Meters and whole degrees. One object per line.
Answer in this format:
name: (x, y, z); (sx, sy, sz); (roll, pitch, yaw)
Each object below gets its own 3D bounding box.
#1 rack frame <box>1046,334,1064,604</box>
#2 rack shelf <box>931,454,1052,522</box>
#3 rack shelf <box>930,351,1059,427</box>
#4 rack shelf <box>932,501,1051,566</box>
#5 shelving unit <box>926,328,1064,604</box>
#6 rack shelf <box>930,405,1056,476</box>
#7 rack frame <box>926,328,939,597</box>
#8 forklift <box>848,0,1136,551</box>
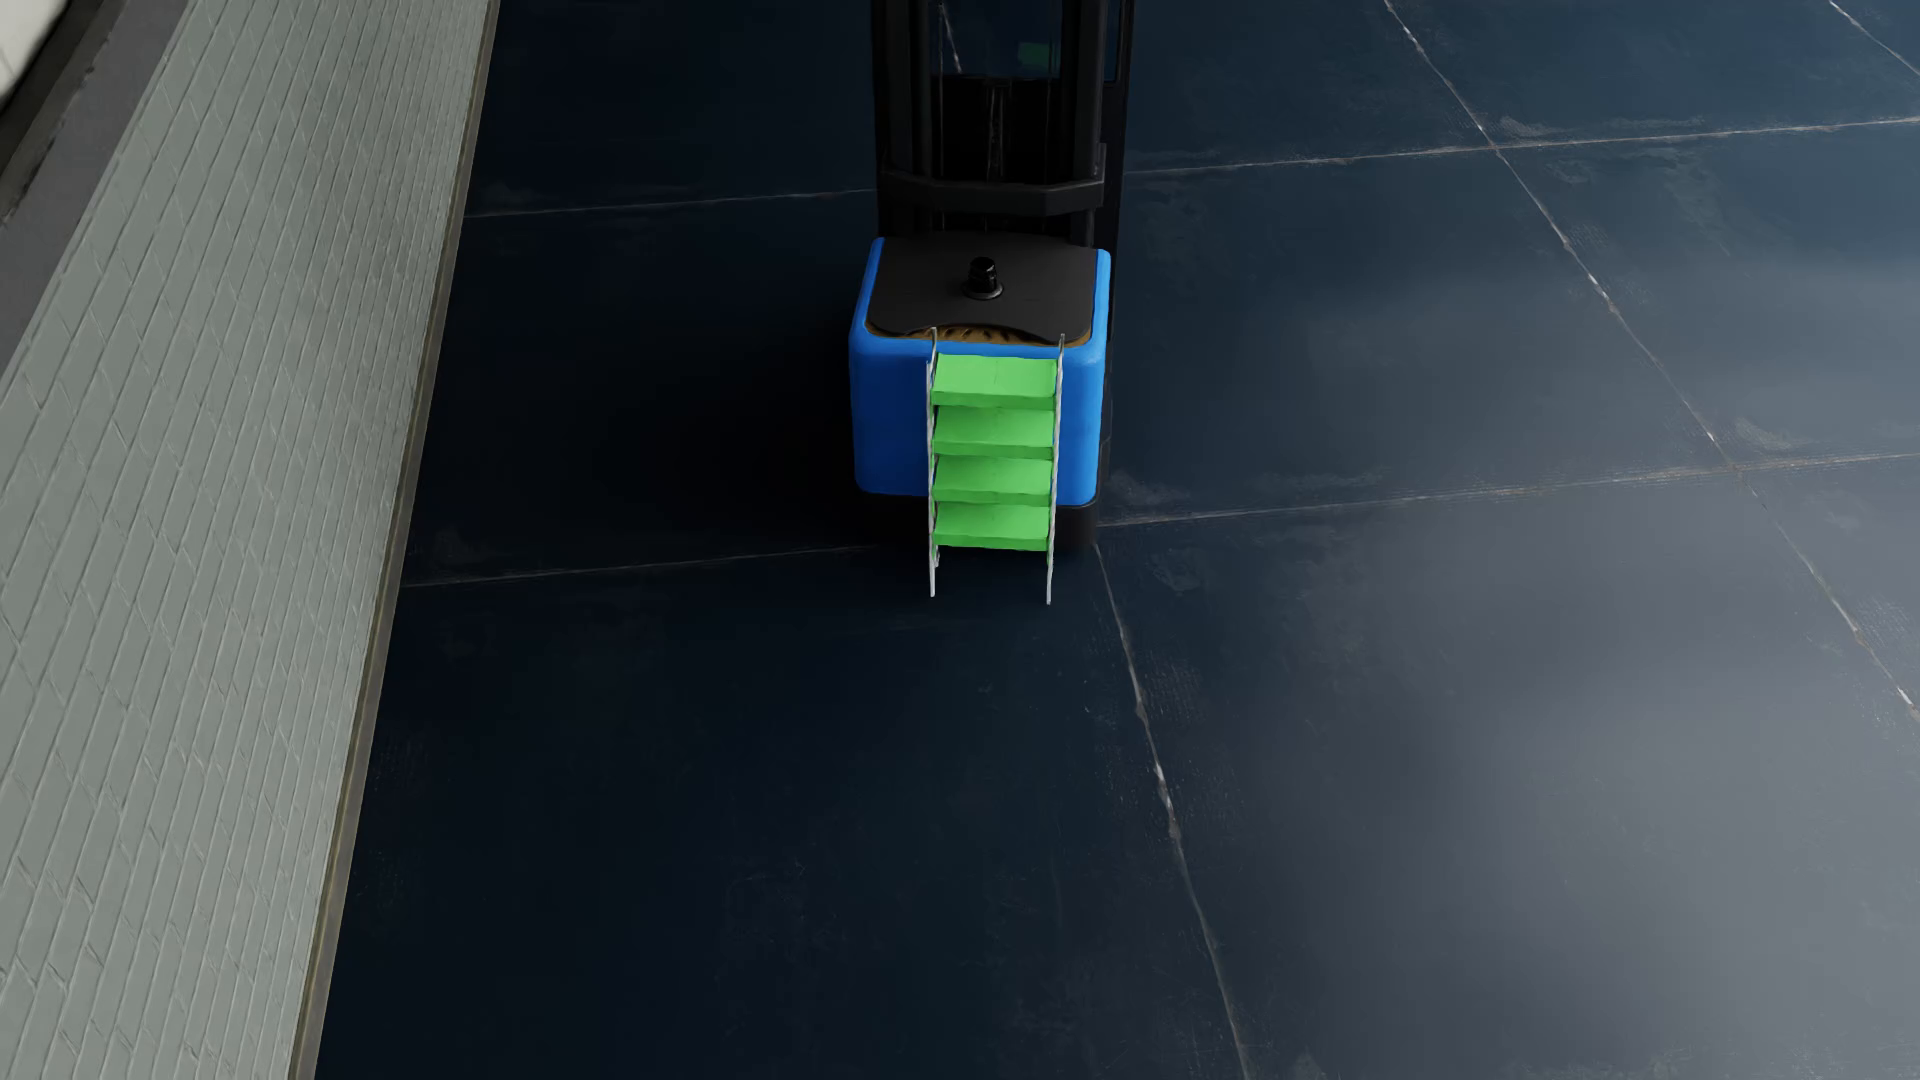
rack frame: (0.378, -0.257, 6.639); (0.015, 1.200, 0.240); (3, 42, 4)
rack shelf: (0.135, -0.224, 6.698); (0.480, 0.148, 0.258); (3, 42, 4)
rack shelf: (0.135, -0.580, 6.376); (0.480, 0.148, 0.258); (3, 42, 4)
rack shelf: (0.135, -0.046, 6.859); (0.480, 0.148, 0.258); (3, 42, 4)
shelving unit: (0.135, -0.271, 6.655); (0.503, 1.200, 0.258); (3, 42, 4)
rack shelf: (0.135, -0.402, 6.537); (0.480, 0.148, 0.258); (3, 42, 4)
rack frame: (-0.108, -0.286, 6.671); (0.015, 1.200, 0.240); (3, 42, 4)
forklift: (0.199, -2.026, 7.308); (1.130, 2.935, 3.031); (4, 42, 4)
